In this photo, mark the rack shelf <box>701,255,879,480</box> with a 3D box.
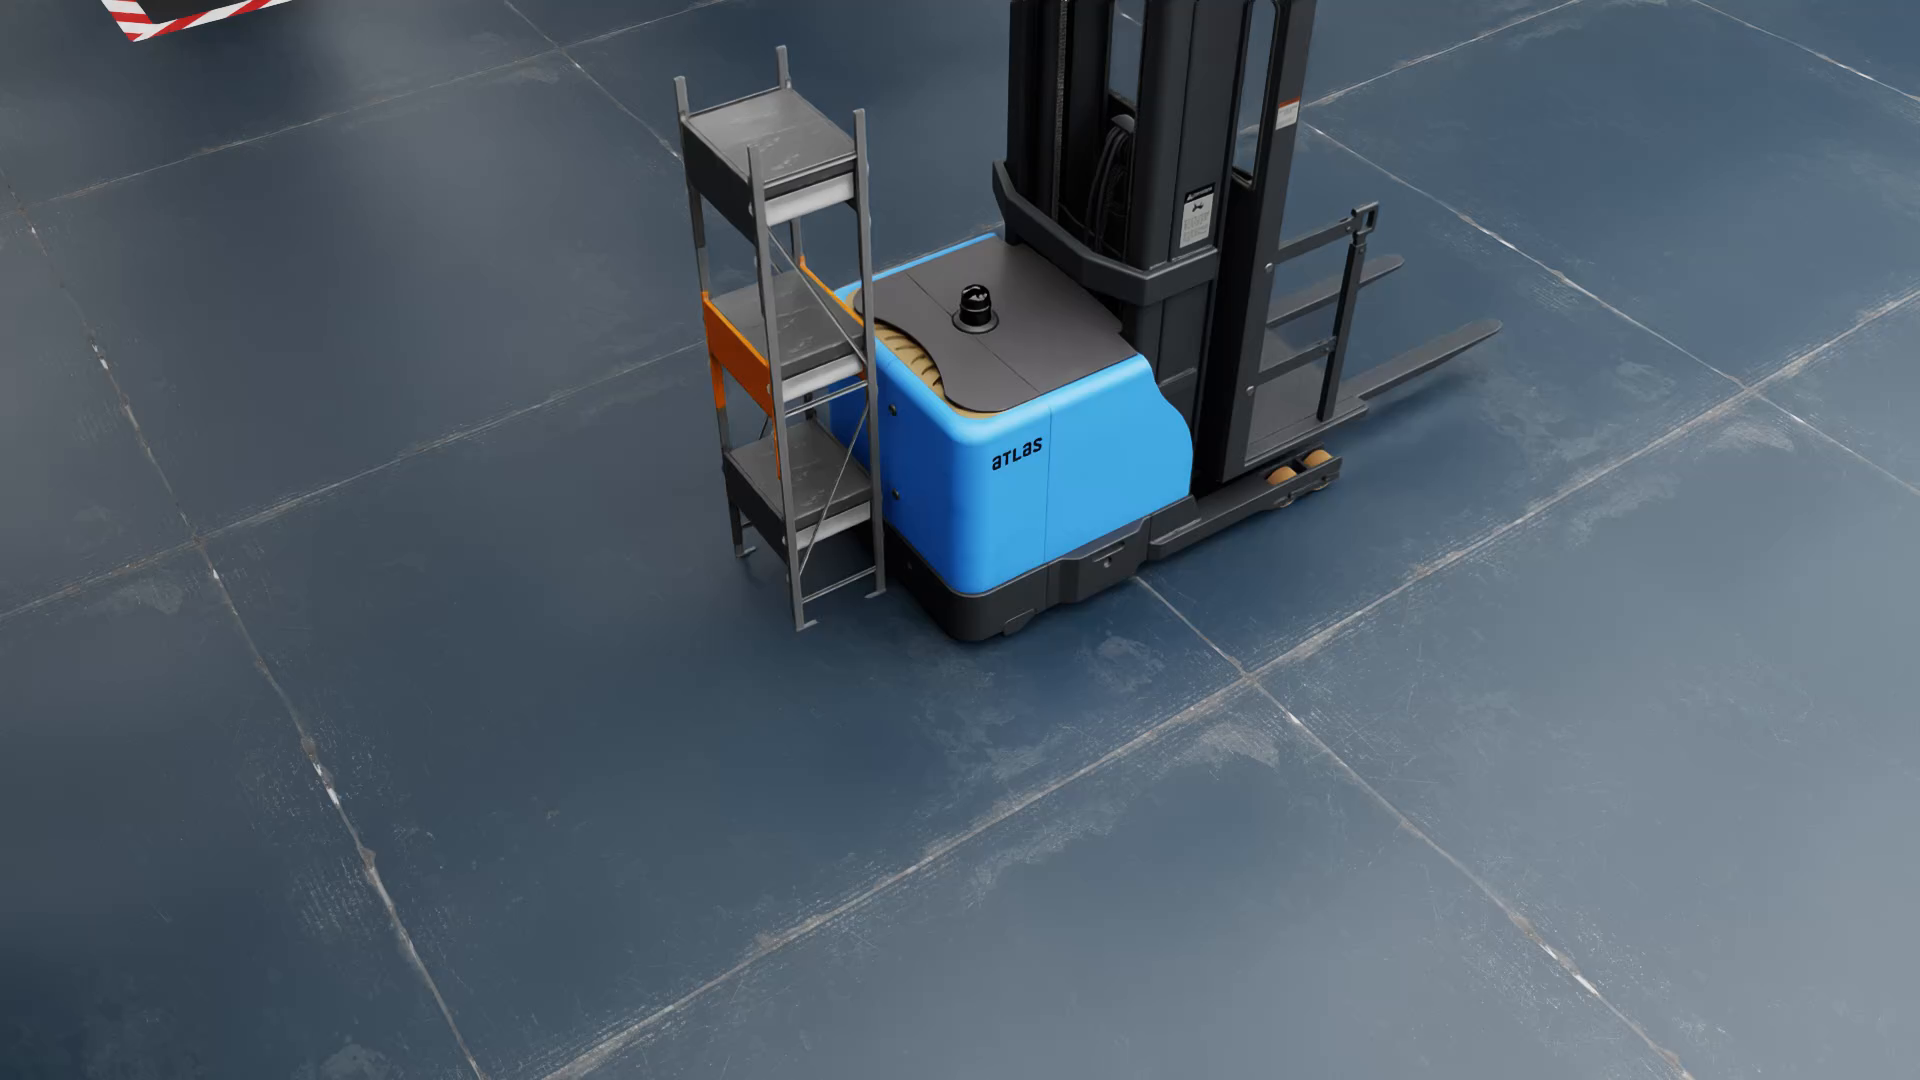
[{"bbox_3d":[-0.597,-0.615,5.893,0.431,0.518,0.480,-25,49,-24],"label":"rack shelf"}]

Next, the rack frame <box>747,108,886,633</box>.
[{"bbox_3d":[-0.462,-0.484,5.737,0.400,2.100,0.015,-25,49,-24],"label":"rack frame"}]

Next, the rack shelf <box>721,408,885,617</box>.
[{"bbox_3d":[-0.597,-0.108,6.376,0.431,0.518,0.480,-25,49,-24],"label":"rack shelf"}]

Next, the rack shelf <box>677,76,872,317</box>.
[{"bbox_3d":[-0.597,-1.121,5.410,0.431,0.518,0.480,-25,49,-24],"label":"rack shelf"}]

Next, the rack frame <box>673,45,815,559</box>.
[{"bbox_3d":[-0.732,-0.765,6.031,0.400,2.100,0.015,-25,49,-24],"label":"rack frame"}]

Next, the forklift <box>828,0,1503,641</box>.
[{"bbox_3d":[0.985,-1.478,6.175,3.031,2.935,1.130,-25,49,-24],"label":"forklift"}]

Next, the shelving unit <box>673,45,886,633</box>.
[{"bbox_3d":[-0.597,-0.625,5.884,0.431,2.100,0.503,-25,49,-24],"label":"shelving unit"}]
